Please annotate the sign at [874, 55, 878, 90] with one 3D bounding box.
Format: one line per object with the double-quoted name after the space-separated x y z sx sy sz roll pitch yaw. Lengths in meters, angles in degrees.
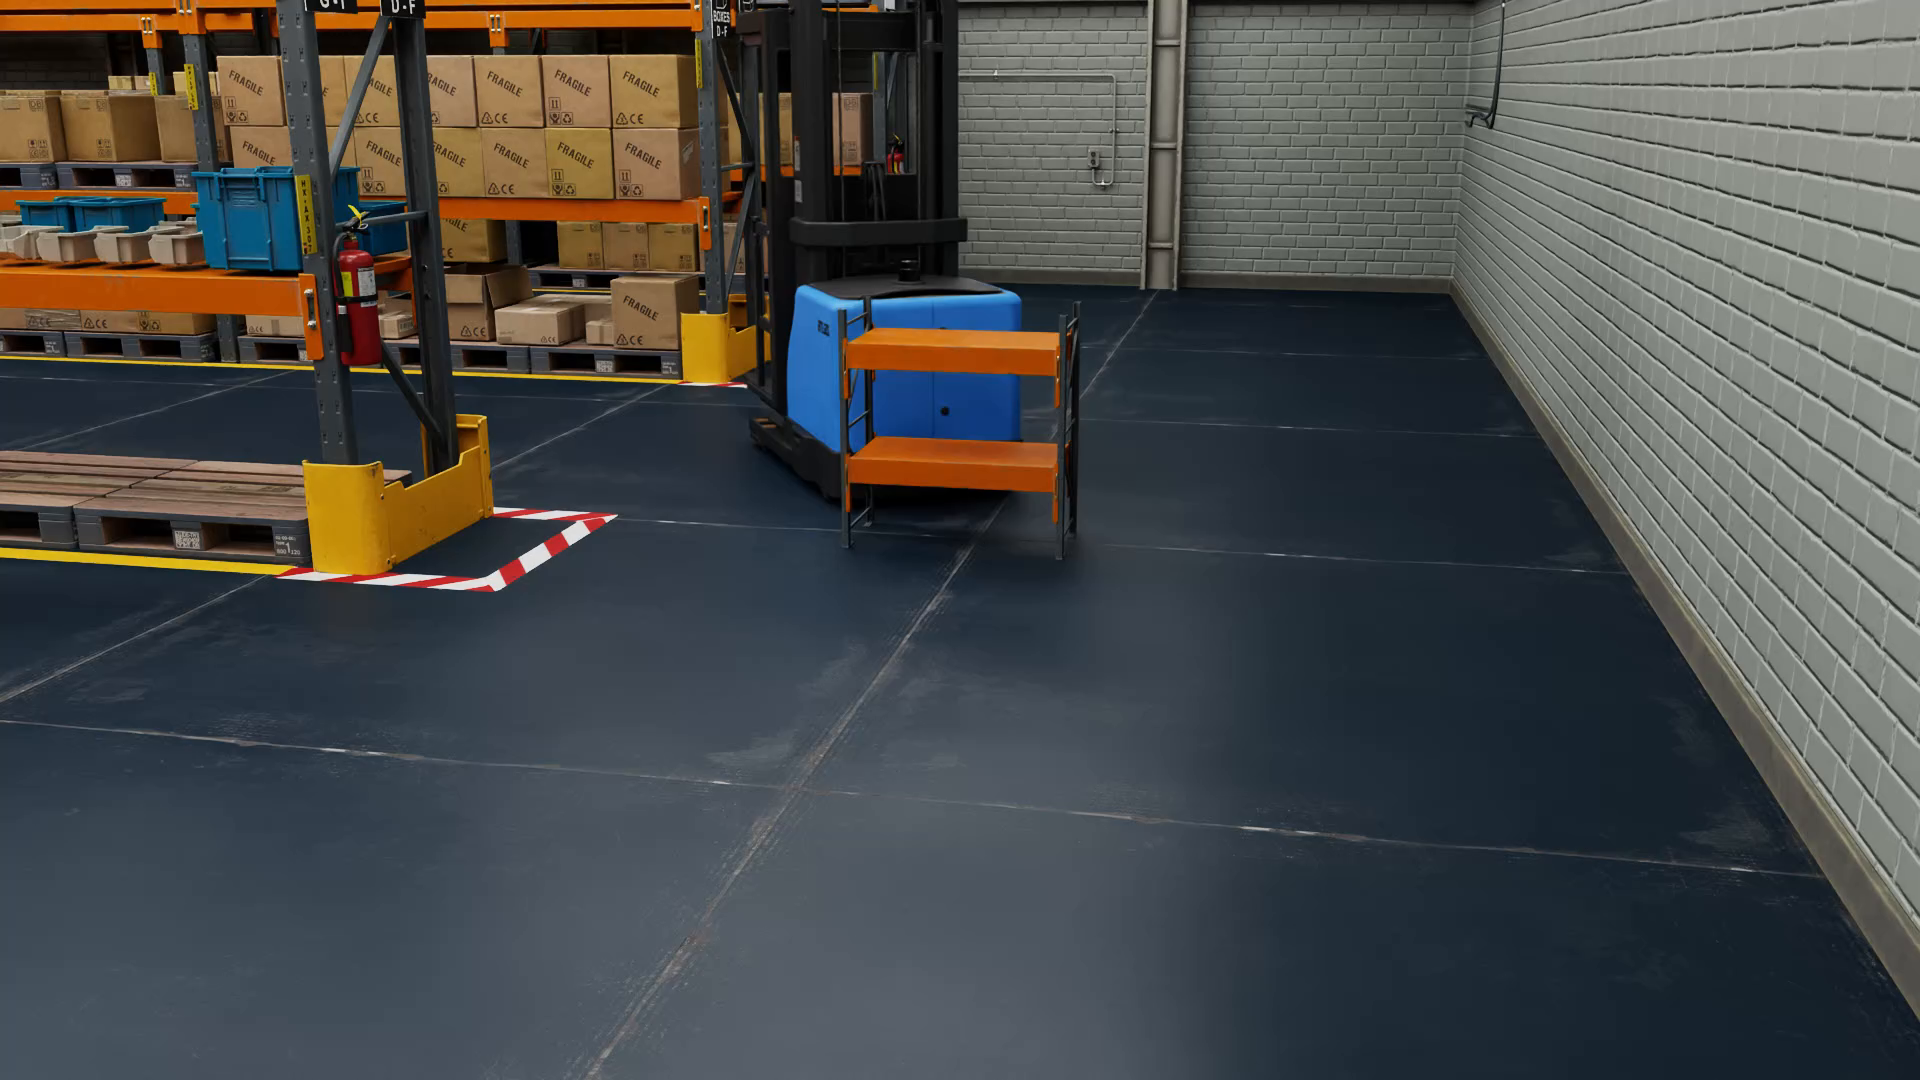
-0.820 -4.566 16.243 0.005 0.325 0.100 3 16 11 "sign"

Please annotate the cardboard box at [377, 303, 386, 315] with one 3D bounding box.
-4.607 -1.829 13.493 0.250 0.149 0.380 3 16 11 "cardboard box"

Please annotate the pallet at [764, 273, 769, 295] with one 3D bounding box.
-1.498 -2.713 17.391 1.213 0.211 1.003 3 16 11 "pallet"

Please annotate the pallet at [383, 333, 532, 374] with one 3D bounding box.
-3.730 -1.507 13.036 1.213 0.211 1.003 3 16 11 "pallet"

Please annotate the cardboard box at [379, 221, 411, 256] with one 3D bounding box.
-6.153 -3.461 18.108 0.750 0.750 0.750 4 16 13 "cardboard box"

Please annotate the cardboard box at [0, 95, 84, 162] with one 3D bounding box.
-7.345 -3.280 13.240 0.500 0.500 0.700 -1 16 -3 "cardboard box"

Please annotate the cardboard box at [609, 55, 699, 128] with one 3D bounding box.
-2.173 -3.221 11.939 0.500 0.500 0.500 3 16 11 "cardboard box"

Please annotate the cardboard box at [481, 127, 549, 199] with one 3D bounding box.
-3.172 -2.794 12.273 0.500 0.500 0.500 3 16 12 "cardboard box"

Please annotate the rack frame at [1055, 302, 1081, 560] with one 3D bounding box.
0.505 -0.515 7.743 0.032 1.125 0.500 3 16 11 "rack frame"

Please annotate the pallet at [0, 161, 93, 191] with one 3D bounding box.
-7.615 -2.970 13.453 1.213 0.211 1.003 3 16 11 "pallet"

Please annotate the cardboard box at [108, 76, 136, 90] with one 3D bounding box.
-9.200 -5.057 18.403 0.250 0.149 0.380 0 15 2 "cardboard box"

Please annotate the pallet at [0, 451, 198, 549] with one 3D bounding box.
-4.665 -0.219 8.387 1.213 0.211 1.003 3 16 11 "pallet"

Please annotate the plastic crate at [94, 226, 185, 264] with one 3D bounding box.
-3.789 -1.360 7.665 0.243 0.136 0.396 3 16 11 "plastic crate"

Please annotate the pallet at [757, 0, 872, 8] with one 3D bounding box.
-1.427 -5.474 16.683 1.213 0.211 1.003 3 16 11 "pallet"

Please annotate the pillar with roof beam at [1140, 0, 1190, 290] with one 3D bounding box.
1.262 -5.882 12.371 0.400 9.000 9.100 3 16 11 "pillar with roof beam"

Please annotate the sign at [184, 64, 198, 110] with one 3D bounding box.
-5.709 -3.364 12.349 0.005 0.325 0.100 3 16 11 "sign"

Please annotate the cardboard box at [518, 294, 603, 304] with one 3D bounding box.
-3.138 -1.782 13.133 0.500 0.250 0.500 3 16 11 "cardboard box"

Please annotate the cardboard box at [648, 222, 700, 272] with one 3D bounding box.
-2.912 -3.123 17.544 0.500 0.500 0.700 3 16 12 "cardboard box"

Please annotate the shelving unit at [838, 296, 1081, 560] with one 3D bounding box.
0.007 -0.542 7.841 1.048 1.125 0.538 3 16 11 "shelving unit"

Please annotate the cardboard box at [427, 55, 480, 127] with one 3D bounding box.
-3.680 -3.301 12.229 0.500 0.500 0.500 4 16 13 "cardboard box"

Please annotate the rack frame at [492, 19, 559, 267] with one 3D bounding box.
-4.618 -4.248 17.707 0.127 3.000 1.000 3 16 11 "rack frame"

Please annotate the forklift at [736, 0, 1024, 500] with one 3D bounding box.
-0.636 -1.967 9.603 1.130 2.935 3.031 -5 16 -19 "forklift"

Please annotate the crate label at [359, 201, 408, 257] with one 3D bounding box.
-2.849 -1.491 7.956 0.303 0.233 0.416 3 16 11 "crate label"

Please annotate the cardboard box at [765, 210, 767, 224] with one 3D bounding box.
-1.817 -3.329 17.071 0.250 0.149 0.380 4 16 13 "cardboard box"

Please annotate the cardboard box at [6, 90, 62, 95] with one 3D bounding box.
-10.226 -4.804 18.703 0.500 0.500 0.700 3 16 11 "cardboard box"

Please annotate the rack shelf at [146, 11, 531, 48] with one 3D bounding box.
-6.578 -5.453 17.787 4.000 0.370 1.077 3 16 11 "rack shelf"

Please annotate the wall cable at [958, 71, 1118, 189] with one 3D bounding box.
0.745 -4.704 17.451 1.851 1.984 0.084 3 16 11 "wall cable"

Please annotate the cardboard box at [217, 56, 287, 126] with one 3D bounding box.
-5.196 -3.383 12.525 0.500 0.500 0.500 4 16 13 "cardboard box"

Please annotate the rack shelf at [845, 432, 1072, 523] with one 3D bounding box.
0.007 -0.306 7.906 1.000 0.278 0.538 3 16 11 "rack shelf"

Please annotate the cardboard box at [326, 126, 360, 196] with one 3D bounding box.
-4.654 -2.875 12.565 0.500 0.500 0.500 3 16 12 "cardboard box"

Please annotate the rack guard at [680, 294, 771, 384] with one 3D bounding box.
-1.756 -1.538 12.609 0.348 0.500 1.175 3 16 11 "rack guard"

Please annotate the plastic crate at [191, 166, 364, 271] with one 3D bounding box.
-3.038 -1.458 7.458 0.499 0.435 0.616 3 16 11 "plastic crate"

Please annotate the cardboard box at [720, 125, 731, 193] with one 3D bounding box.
-2.064 -2.880 12.581 0.500 0.500 0.500 3 16 12 "cardboard box"

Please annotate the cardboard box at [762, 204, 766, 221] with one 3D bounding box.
-1.984 -3.442 17.480 0.250 0.149 0.380 3 16 12 "cardboard box"

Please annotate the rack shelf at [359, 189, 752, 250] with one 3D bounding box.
-3.642 -2.499 12.740 4.000 0.370 1.077 3 16 11 "rack shelf"

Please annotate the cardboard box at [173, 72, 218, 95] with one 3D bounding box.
-8.116 -4.930 17.984 0.500 0.250 0.500 3 16 12 "cardboard box"

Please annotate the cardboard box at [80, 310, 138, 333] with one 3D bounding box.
-6.625 -1.939 13.230 0.500 0.500 0.500 3 16 11 "cardboard box"

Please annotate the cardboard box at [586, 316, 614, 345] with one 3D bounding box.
-2.643 -1.595 12.614 0.250 0.166 0.380 3 16 11 "cardboard box"

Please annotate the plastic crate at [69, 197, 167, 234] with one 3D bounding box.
-4.139 -1.561 8.209 0.300 0.233 0.416 3 16 11 "plastic crate"

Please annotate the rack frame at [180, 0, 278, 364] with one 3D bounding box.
-5.602 -2.952 13.029 0.127 3.000 1.000 3 16 11 "rack frame"

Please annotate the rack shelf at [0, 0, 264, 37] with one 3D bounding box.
-7.562 -4.157 13.108 4.000 0.370 1.077 3 16 11 "rack shelf"

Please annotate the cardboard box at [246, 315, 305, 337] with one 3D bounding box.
-5.233 -1.789 13.044 0.500 0.311 0.500 3 16 11 "cardboard box"

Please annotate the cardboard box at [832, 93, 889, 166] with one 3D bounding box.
-1.200 -4.204 16.988 0.700 0.700 0.980 4 16 14 "cardboard box"

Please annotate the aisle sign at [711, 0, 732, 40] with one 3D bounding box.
-1.676 -3.908 11.611 0.004 0.787 0.394 3 16 11 "aisle sign"
